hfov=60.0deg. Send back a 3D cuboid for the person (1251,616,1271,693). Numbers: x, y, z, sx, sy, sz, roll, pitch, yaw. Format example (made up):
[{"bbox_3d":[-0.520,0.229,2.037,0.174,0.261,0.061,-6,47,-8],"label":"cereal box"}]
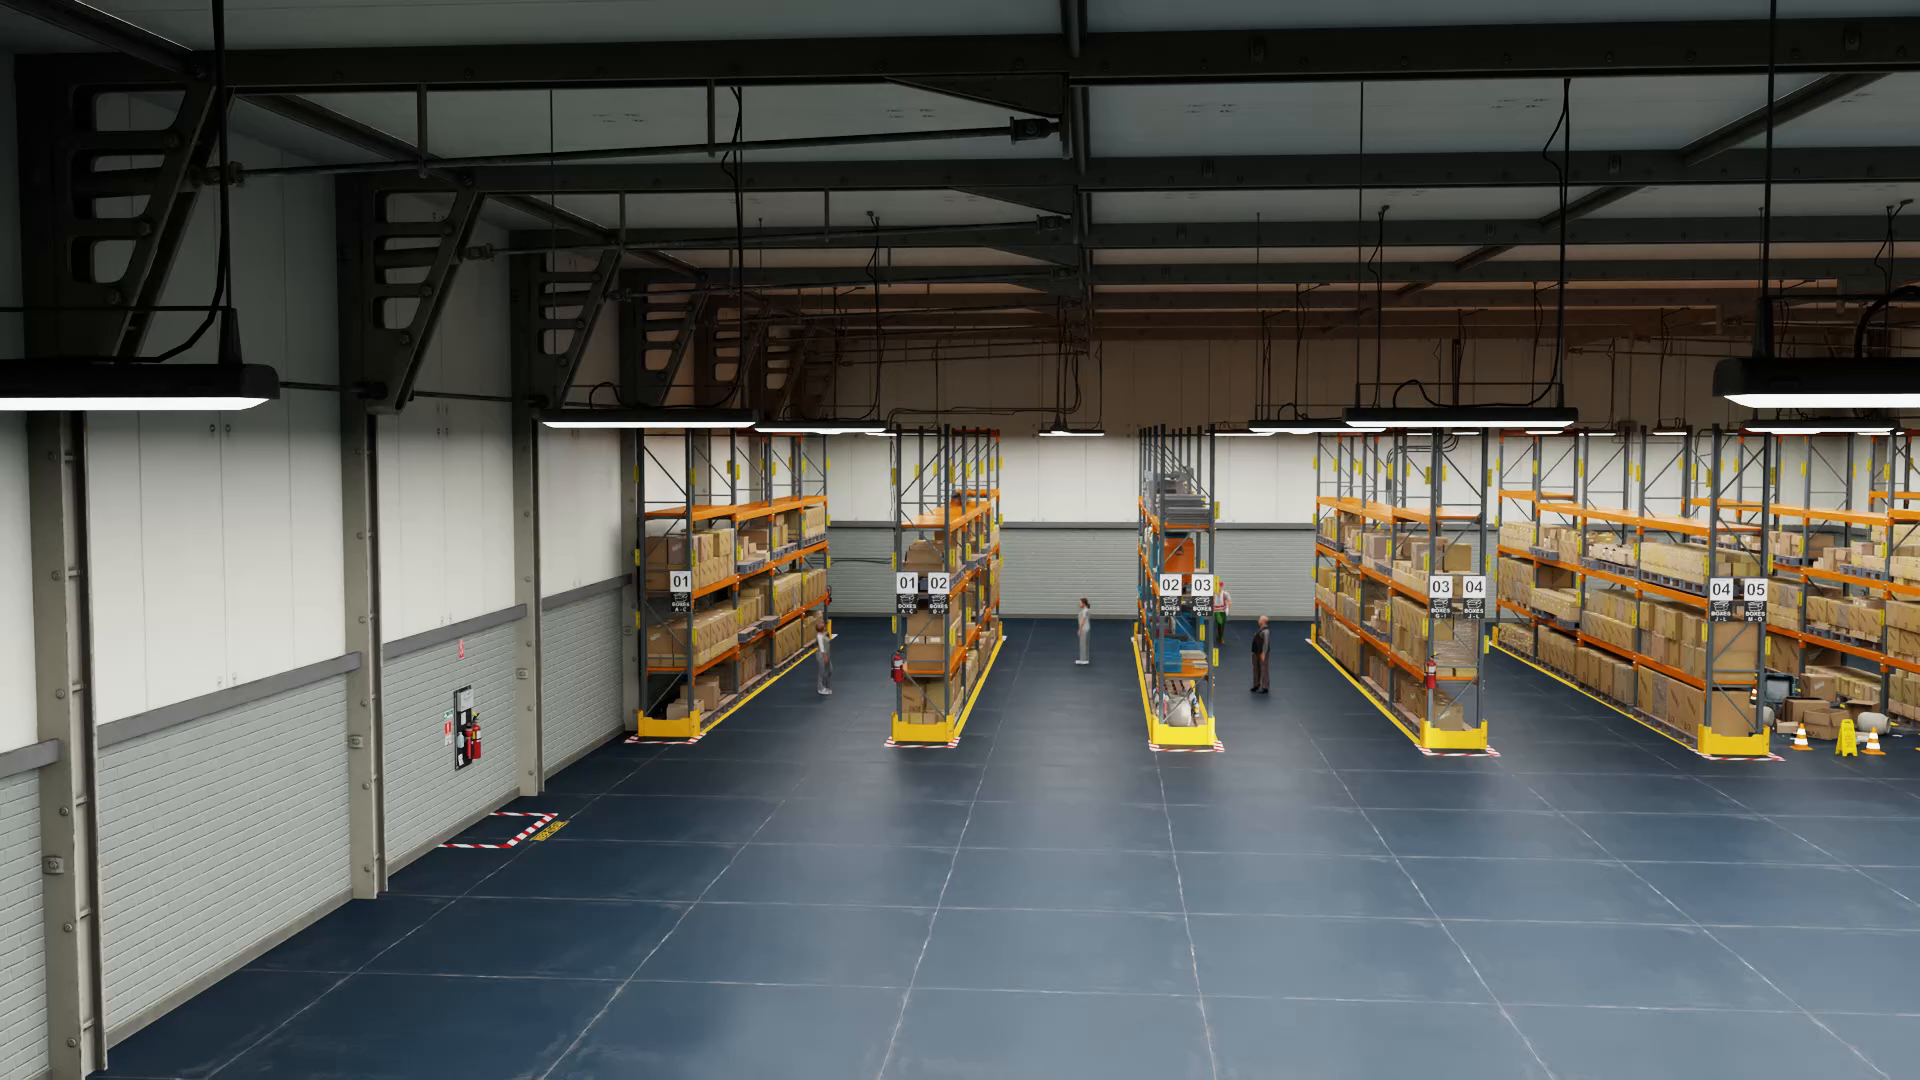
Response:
[{"bbox_3d":[6.804,2.571,37.569,0.403,1.722,0.568,-2,4,-25],"label":"person"}]

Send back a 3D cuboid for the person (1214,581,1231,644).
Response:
[{"bbox_3d":[7.291,2.030,46.610,0.534,1.778,0.806,-1,4,-13],"label":"person"}]

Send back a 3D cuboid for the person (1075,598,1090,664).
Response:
[{"bbox_3d":[3.114,2.308,42.222,0.382,1.684,0.453,1,4,10],"label":"person"}]

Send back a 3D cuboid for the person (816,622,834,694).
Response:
[{"bbox_3d":[-3.063,2.720,37.383,0.375,1.542,0.433,1,4,21],"label":"person"}]
